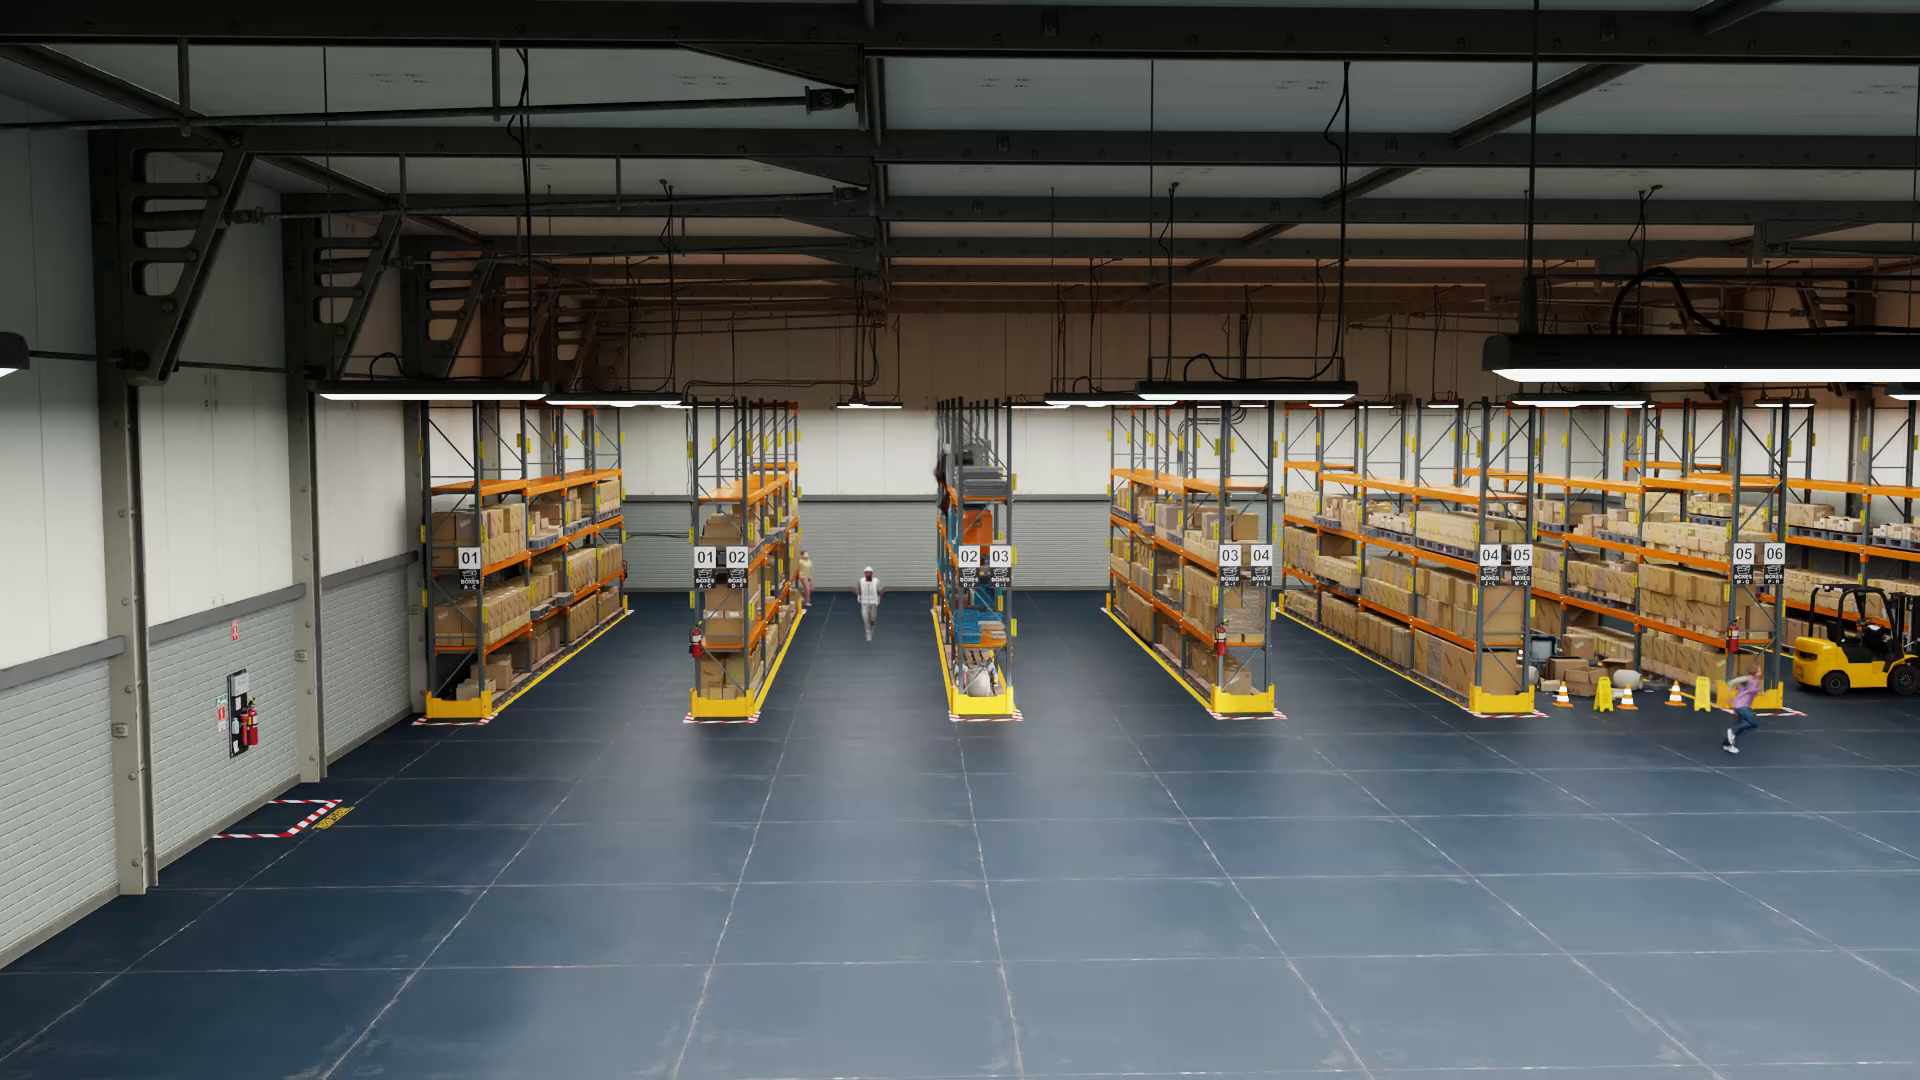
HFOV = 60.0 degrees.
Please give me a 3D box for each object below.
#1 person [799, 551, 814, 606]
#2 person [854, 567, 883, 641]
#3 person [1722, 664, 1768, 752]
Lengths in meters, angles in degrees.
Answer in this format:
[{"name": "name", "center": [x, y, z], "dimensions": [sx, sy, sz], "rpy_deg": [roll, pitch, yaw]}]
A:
[{"name": "person", "center": [-4.570, 1.125, 49.018], "dimensions": [0.580, 1.619, 0.603], "rpy_deg": [-4, 6, -40]}, {"name": "person", "center": [-2.184, 1.509, 39.708], "dimensions": [0.681, 1.749, 0.778], "rpy_deg": [0, 4, -3]}, {"name": "person", "center": [13.134, 2.815, 27.804], "dimensions": [0.524, 1.525, 0.717], "rpy_deg": [-4, 6, -43]}]
